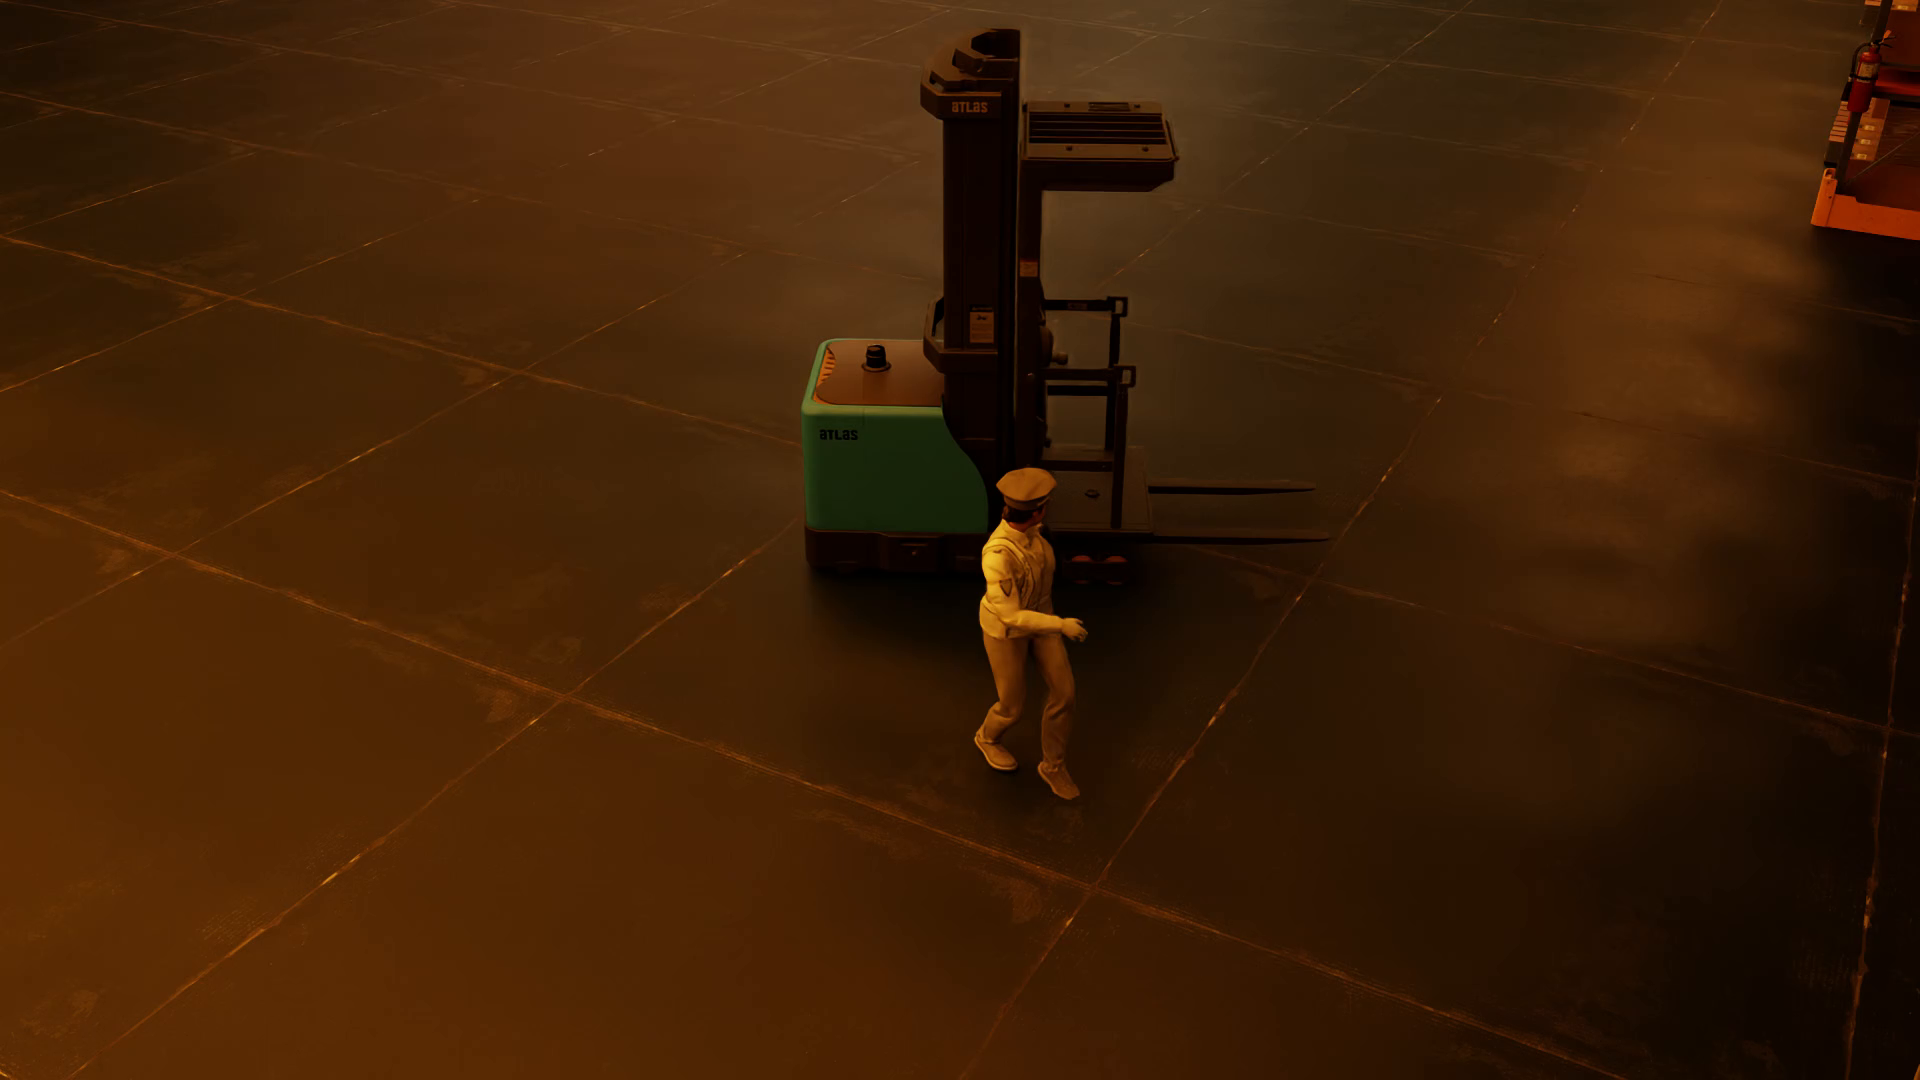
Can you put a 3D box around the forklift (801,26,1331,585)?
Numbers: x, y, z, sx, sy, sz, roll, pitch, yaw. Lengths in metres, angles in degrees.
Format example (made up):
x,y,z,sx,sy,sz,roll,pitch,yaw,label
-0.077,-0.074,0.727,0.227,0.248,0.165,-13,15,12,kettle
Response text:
x,y,z,sx,sy,sz,roll,pitch,yaw,label
0.636,-1.282,9.293,3.031,2.935,1.130,1,30,2,forklift

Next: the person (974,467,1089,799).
x,y,z,sx,sy,sz,roll,pitch,yaw,label
0.282,0.432,7.714,0.549,1.666,0.783,-24,38,-36,person
